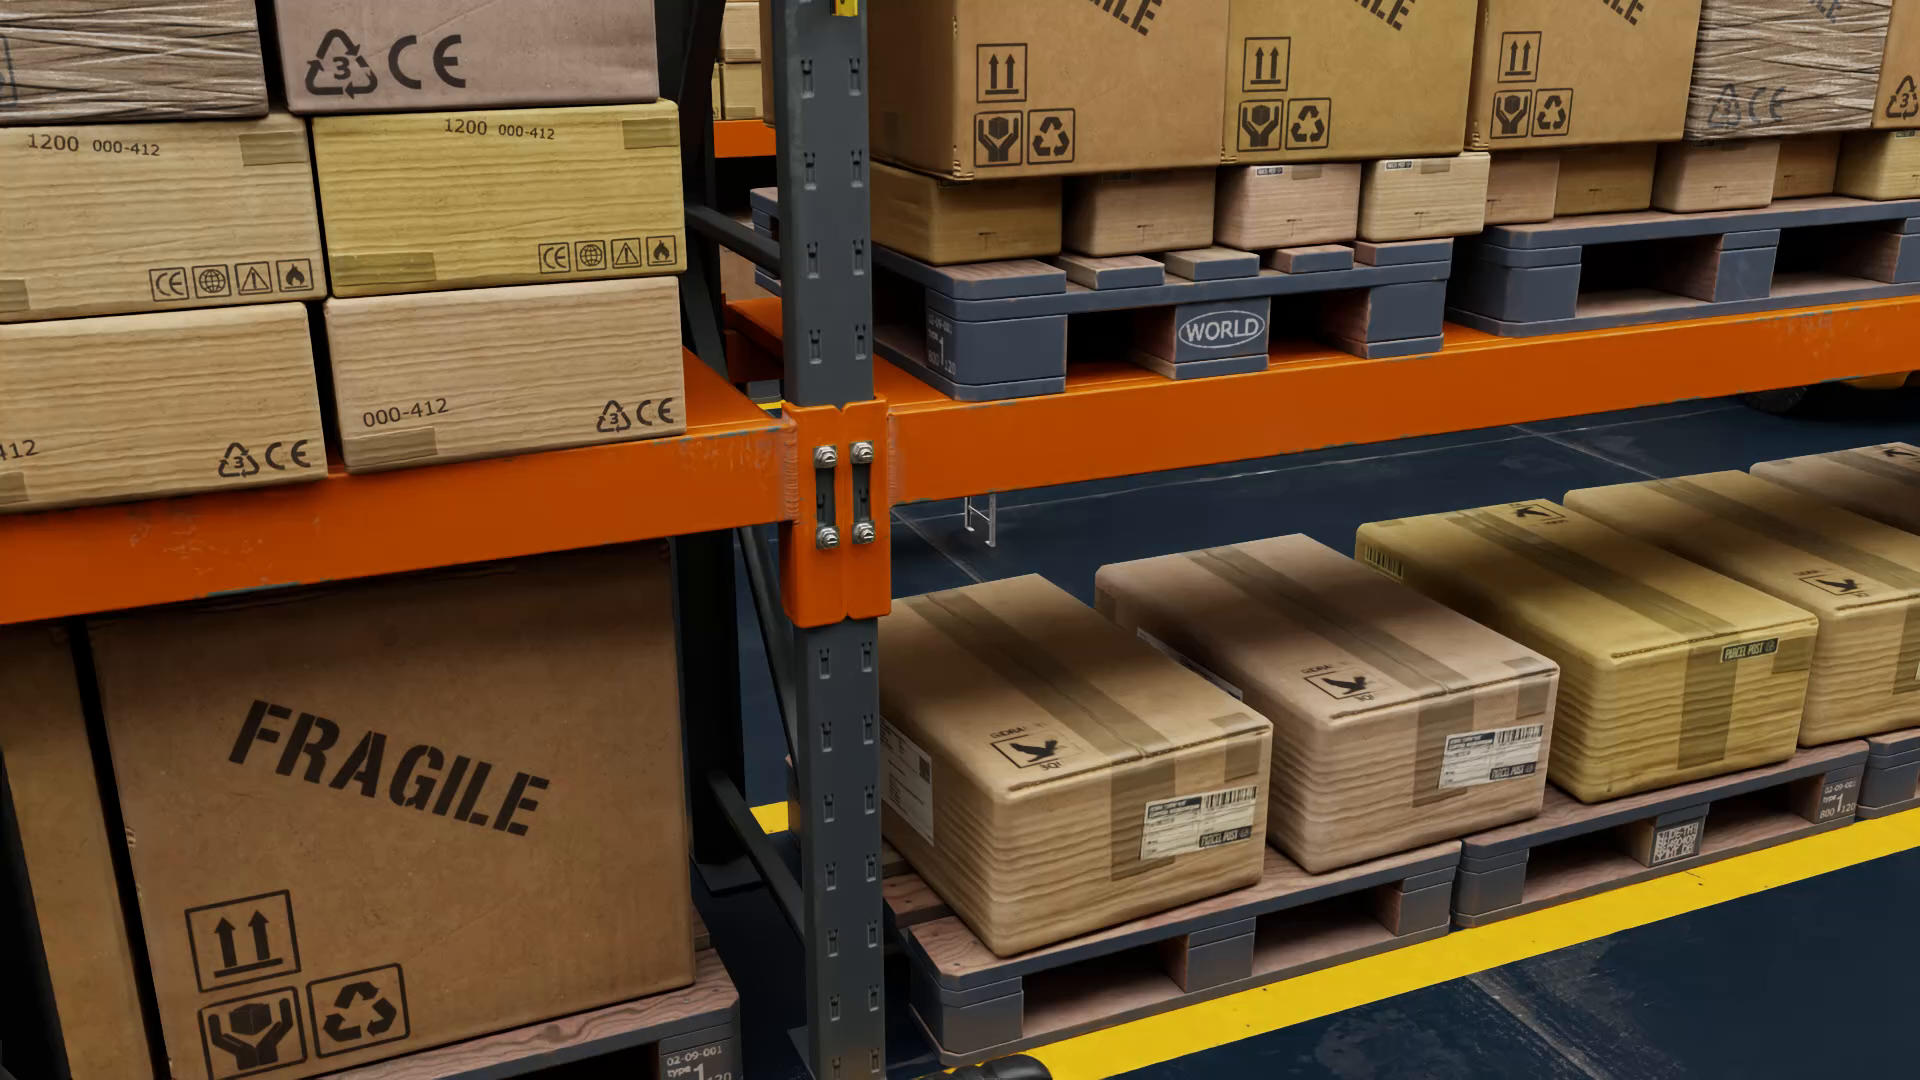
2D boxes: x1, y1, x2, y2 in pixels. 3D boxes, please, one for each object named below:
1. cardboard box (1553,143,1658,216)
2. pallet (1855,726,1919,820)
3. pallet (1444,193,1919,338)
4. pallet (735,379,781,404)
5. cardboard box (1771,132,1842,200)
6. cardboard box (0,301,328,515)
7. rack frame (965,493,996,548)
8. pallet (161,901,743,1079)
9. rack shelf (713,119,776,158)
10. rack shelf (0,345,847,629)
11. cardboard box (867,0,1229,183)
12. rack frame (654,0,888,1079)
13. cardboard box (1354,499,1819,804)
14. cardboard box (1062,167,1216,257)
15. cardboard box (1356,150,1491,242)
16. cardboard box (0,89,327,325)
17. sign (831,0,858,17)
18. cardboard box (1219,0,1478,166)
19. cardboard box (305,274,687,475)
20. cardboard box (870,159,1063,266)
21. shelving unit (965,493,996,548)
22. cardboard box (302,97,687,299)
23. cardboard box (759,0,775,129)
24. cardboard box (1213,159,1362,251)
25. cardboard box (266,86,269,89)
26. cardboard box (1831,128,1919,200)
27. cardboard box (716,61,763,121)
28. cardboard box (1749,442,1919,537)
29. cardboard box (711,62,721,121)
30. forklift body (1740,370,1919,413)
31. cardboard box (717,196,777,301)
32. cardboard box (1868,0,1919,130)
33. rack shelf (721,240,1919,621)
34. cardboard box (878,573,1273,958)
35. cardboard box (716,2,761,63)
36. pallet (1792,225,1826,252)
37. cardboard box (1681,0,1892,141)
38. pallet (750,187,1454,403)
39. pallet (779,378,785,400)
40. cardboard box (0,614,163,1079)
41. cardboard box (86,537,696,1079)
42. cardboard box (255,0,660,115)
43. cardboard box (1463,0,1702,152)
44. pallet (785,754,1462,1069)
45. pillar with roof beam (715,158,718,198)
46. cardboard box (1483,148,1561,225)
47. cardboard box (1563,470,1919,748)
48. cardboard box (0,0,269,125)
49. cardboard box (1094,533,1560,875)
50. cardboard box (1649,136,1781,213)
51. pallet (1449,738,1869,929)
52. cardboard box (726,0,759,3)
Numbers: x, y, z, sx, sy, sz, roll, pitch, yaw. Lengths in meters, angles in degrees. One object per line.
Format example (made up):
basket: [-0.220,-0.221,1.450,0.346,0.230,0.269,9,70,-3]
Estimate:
cardboard box: [1.219,-0.784,3.477,0.250,0.149,0.380,-7,21,-20]
pallet: [2.568,0.357,4.689,1.213,0.211,1.003,-8,21,-22]
pallet: [1.411,-0.717,3.831,1.213,0.211,1.003,-8,21,-22]
pallet: [-1.589,-0.829,8.058,1.213,0.211,1.003,-8,21,-22]
cardboard box: [1.694,-0.855,3.681,0.250,0.149,0.380,-9,21,-24]
cardboard box: [-1.215,-0.246,2.430,0.500,0.250,0.500,-8,21,-21]
rack frame: [0.072,-0.576,5.852,0.015,1.200,0.240,-8,21,-22]
pallet: [-1.144,0.862,3.257,1.213,0.211,1.003,-8,21,-22]
rack shelf: [-0.523,-1.971,8.188,4.000,0.370,1.077,-8,21,-22]
rack shelf: [-2.227,0.068,2.396,4.000,0.370,1.077,-8,21,-22]
cardboard box: [0.115,-0.909,2.856,0.500,0.500,0.500,-9,21,-23]
rack frame: [-0.390,-0.535,3.024,0.127,3.000,1.000,-8,21,-22]
cardboard box: [1.505,0.238,4.154,0.625,0.372,0.950,-7,21,-20]
cardboard box: [0.255,-0.627,3.032,0.250,0.149,0.380,-10,22,-25]
cardboard box: [0.785,-0.679,3.180,0.250,0.149,0.380,-8,21,-22]
cardboard box: [-1.204,-0.490,2.370,0.500,0.250,0.500,-9,21,-23]
sign: [-0.167,-0.912,2.352,0.005,0.325,0.100,-8,21,-22]
cardboard box: [0.590,-0.979,3.056,0.500,0.500,0.500,-7,21,-19]
cardboard box: [-0.752,-0.318,2.635,0.500,0.250,0.500,-9,21,-24]
cardboard box: [-0.018,-0.600,2.956,0.250,0.149,0.380,-9,22,-25]
shelving unit: [-0.152,-0.544,5.761,0.503,1.200,0.258,-8,21,-22]
cardboard box: [-0.734,-0.558,2.564,0.500,0.250,0.500,-8,21,-22]
cardboard box: [-0.083,-1.065,3.298,0.500,0.500,0.500,-9,21,-23]
cardboard box: [0.524,-0.649,3.095,0.250,0.149,0.380,-10,22,-25]
cardboard box: [-1.392,-0.995,2.675,0.500,0.500,0.500,-8,21,-22]
cardboard box: [1.977,-0.859,3.690,0.250,0.149,0.380,-8,21,-22]
cardboard box: [-0.922,-2.095,7.682,0.500,0.250,0.500,-9,21,-24]
cardboard box: [2.802,0.050,4.687,0.625,0.372,0.950,-8,21,-21]
cardboard box: [-1.392,-2.025,7.484,0.500,0.250,0.500,-9,21,-23]
forklift body: [3.967,-1.894,8.163,1.214,2.155,2.313,-8,21,-22]
cardboard box: [-1.185,-1.292,8.118,0.625,0.625,0.875,-7,21,-20]
cardboard box: [2.018,-1.184,3.637,0.500,0.500,0.500,-7,21,-20]
rack shelf: [1.446,-0.458,3.890,4.000,0.370,1.077,-8,21,-22]
cardboard box: [0.132,0.436,3.593,0.625,0.372,0.950,-10,22,-26]
cardboard box: [-0.908,-2.325,7.583,0.500,0.250,0.500,-9,21,-23]
pallet: [2.523,-0.914,4.390,1.213,0.211,1.003,-8,21,-22]
cardboard box: [1.537,-1.115,3.441,0.500,0.500,0.500,-9,21,-24]
pallet: [0.222,-0.570,3.414,1.003,0.211,1.213,-8,21,-22]
pallet: [-0.470,-0.988,8.510,1.213,0.211,1.003,-8,21,-22]
cardboard box: [-1.878,0.451,2.791,0.875,0.875,0.875,-8,21,-21]
cardboard box: [-1.057,0.335,3.121,0.875,0.875,0.875,-8,21,-22]
cardboard box: [-0.761,-0.906,2.421,0.500,0.500,0.500,-9,21,-23]
cardboard box: [1.075,-1.051,3.261,0.500,0.500,0.500,-8,21,-21]
pallet: [0.328,0.678,3.777,1.213,0.211,1.003,-8,21,-22]
pillar with roof beam: [0.185,-4.011,3.864,0.400,9.000,9.100,-8,21,-22]
cardboard box: [0.975,-0.734,3.337,0.250,0.149,0.380,-7,21,-19]
cardboard box: [2.143,0.146,4.415,0.625,0.372,0.950,-7,21,-19]
cardboard box: [-1.229,-0.836,2.222,0.500,0.500,0.500,-8,21,-21]
cardboard box: [0.807,0.336,3.875,0.625,0.372,0.950,-9,21,-23]
cardboard box: [1.485,-0.798,3.518,0.250,0.149,0.380,-7,21,-20]
pallet: [1.446,0.519,4.230,1.213,0.211,1.003,-8,21,-22]
cardboard box: [-1.026,-2.510,7.508,0.250,0.149,0.380,-8,21,-21]
